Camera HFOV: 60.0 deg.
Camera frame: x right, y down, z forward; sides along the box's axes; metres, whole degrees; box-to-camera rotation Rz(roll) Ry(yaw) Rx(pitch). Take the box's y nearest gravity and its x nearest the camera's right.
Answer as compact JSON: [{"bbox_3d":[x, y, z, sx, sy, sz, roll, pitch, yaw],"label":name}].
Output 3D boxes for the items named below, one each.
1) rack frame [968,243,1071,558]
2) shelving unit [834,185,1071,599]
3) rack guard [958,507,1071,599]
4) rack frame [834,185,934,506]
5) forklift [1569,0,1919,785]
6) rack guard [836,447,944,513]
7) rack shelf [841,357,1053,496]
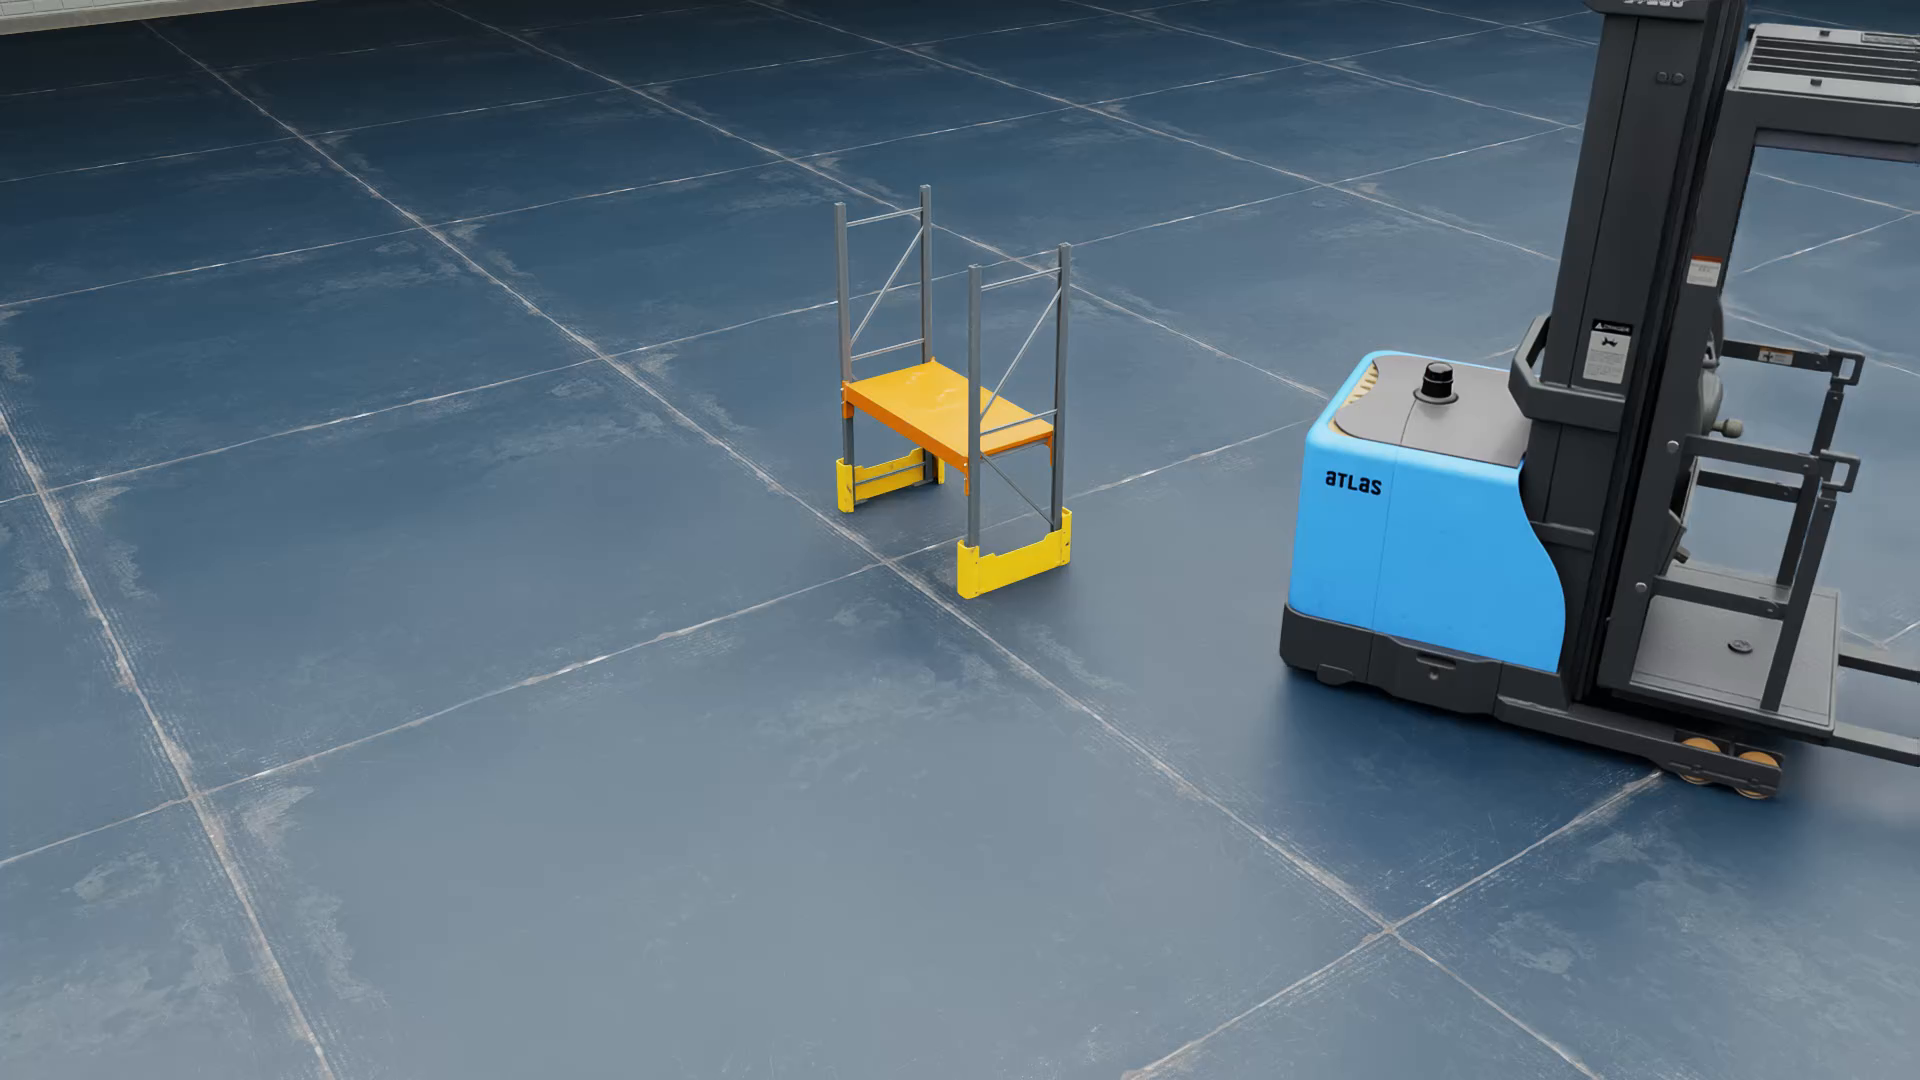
[{"bbox_3d":[0.245,-0.495,7.089,0.500,1.500,0.032,-19,34,-31],"label":"rack frame"},{"bbox_3d":[-0.044,-0.689,7.447,0.587,1.500,1.083,-19,34,-31],"label":"shelving unit"},{"bbox_3d":[0.245,0.054,7.388,0.587,0.250,0.087,-19,34,-31],"label":"rack guard"},{"bbox_3d":[-0.344,-0.890,7.817,0.500,1.500,0.032,-19,34,-31],"label":"rack frame"},{"bbox_3d":[2.848,-0.639,5.856,3.031,2.935,1.121,13,31,23],"label":"forklift"},{"bbox_3d":[-0.333,-0.333,8.101,0.587,0.250,0.087,-19,34,-31],"label":"rack guard"},{"bbox_3d":[-0.049,-0.534,7.539,0.538,0.185,1.000,-19,34,-31],"label":"rack shelf"}]
